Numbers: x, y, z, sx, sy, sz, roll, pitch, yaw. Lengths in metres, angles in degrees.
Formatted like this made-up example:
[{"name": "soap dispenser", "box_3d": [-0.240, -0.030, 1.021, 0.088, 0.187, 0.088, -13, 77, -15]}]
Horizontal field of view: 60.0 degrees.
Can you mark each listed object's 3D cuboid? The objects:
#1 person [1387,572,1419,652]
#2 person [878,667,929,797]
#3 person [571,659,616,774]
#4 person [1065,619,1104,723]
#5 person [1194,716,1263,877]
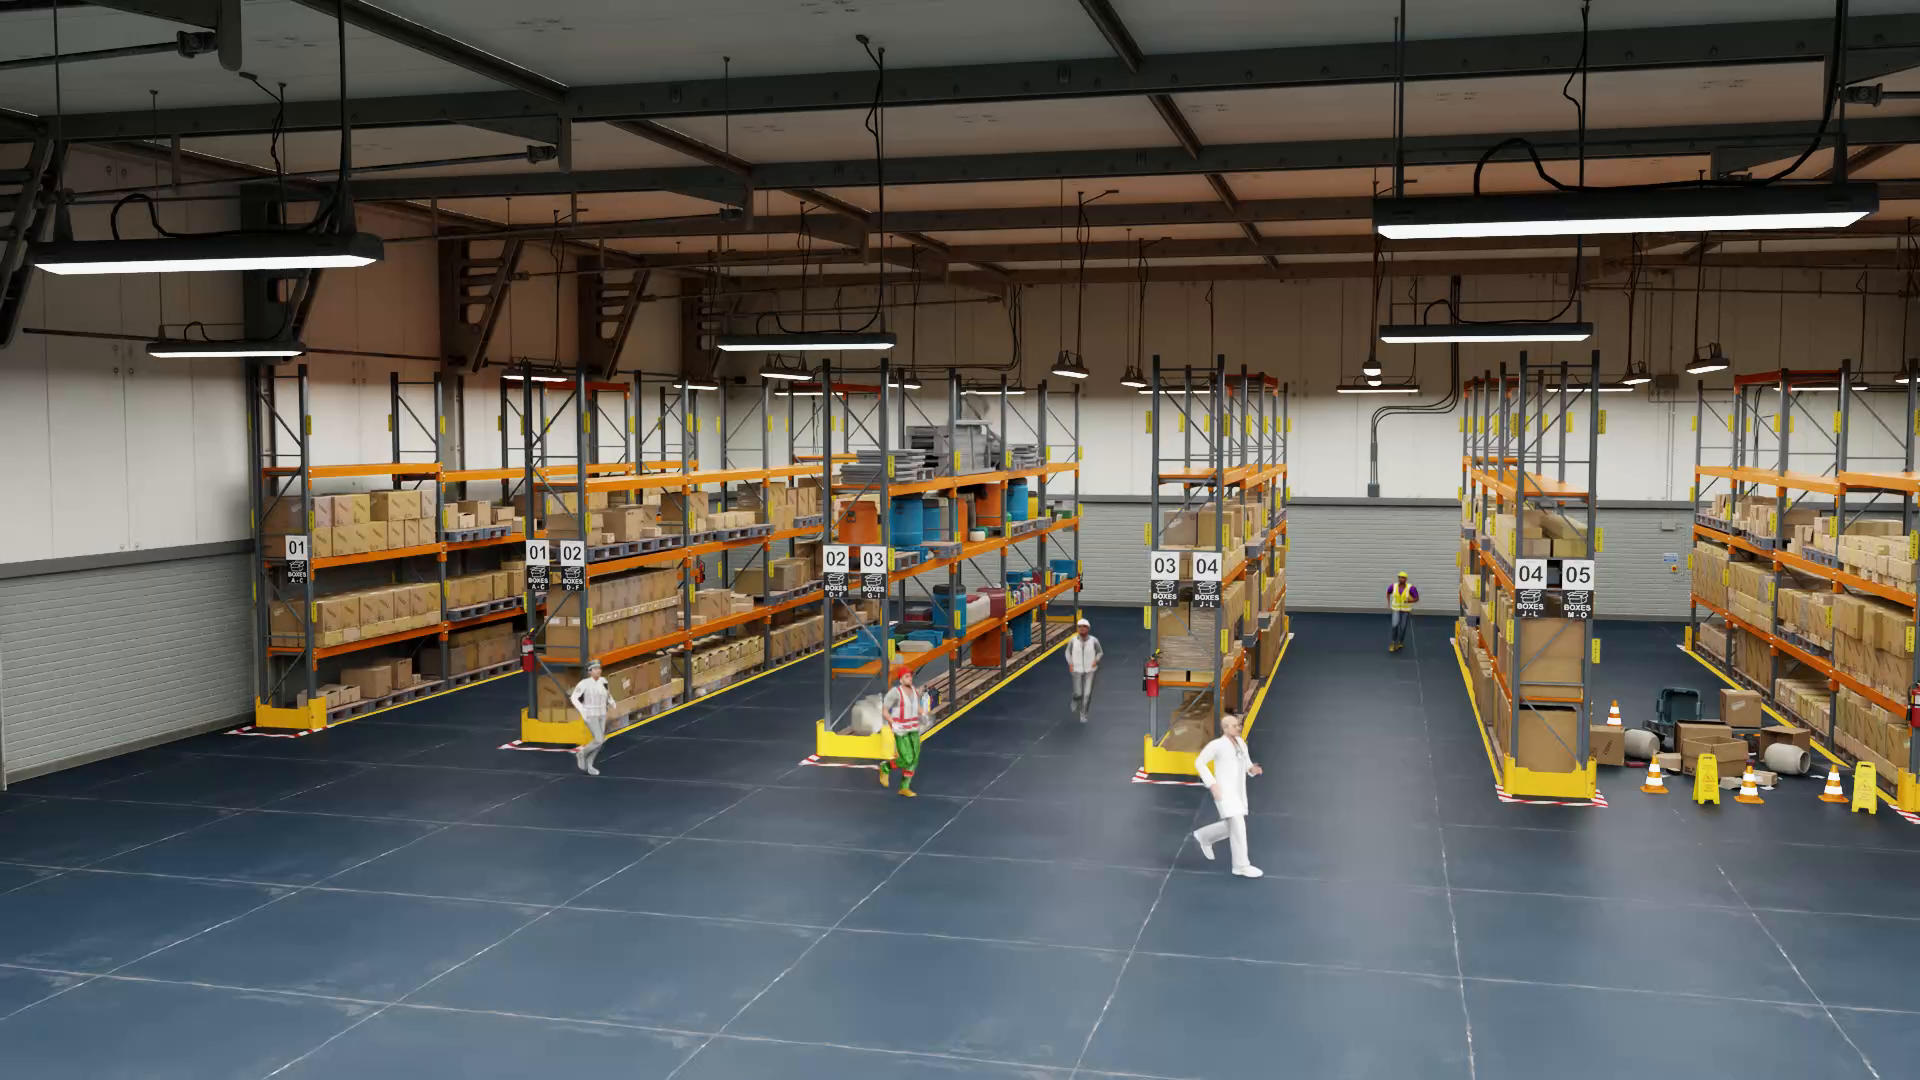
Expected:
[{"name": "person", "box_3d": [9.786, 1.596, 36.804, 0.712, 1.803, 0.674, 1, 4, 21]}, {"name": "person", "box_3d": [-0.757, 2.581, 22.540, 0.650, 1.755, 0.647, -4, 6, -45]}, {"name": "person", "box_3d": [-5.191, 2.528, 23.831, 0.547, 1.666, 0.600, 3, 5, 39]}, {"name": "person", "box_3d": [2.103, 2.207, 28.102, 0.656, 1.742, 0.630, 0, 4, 4]}, {"name": "person", "box_3d": [2.975, 2.827, 18.569, 0.709, 1.756, 0.955, -4, 6, -45]}]
